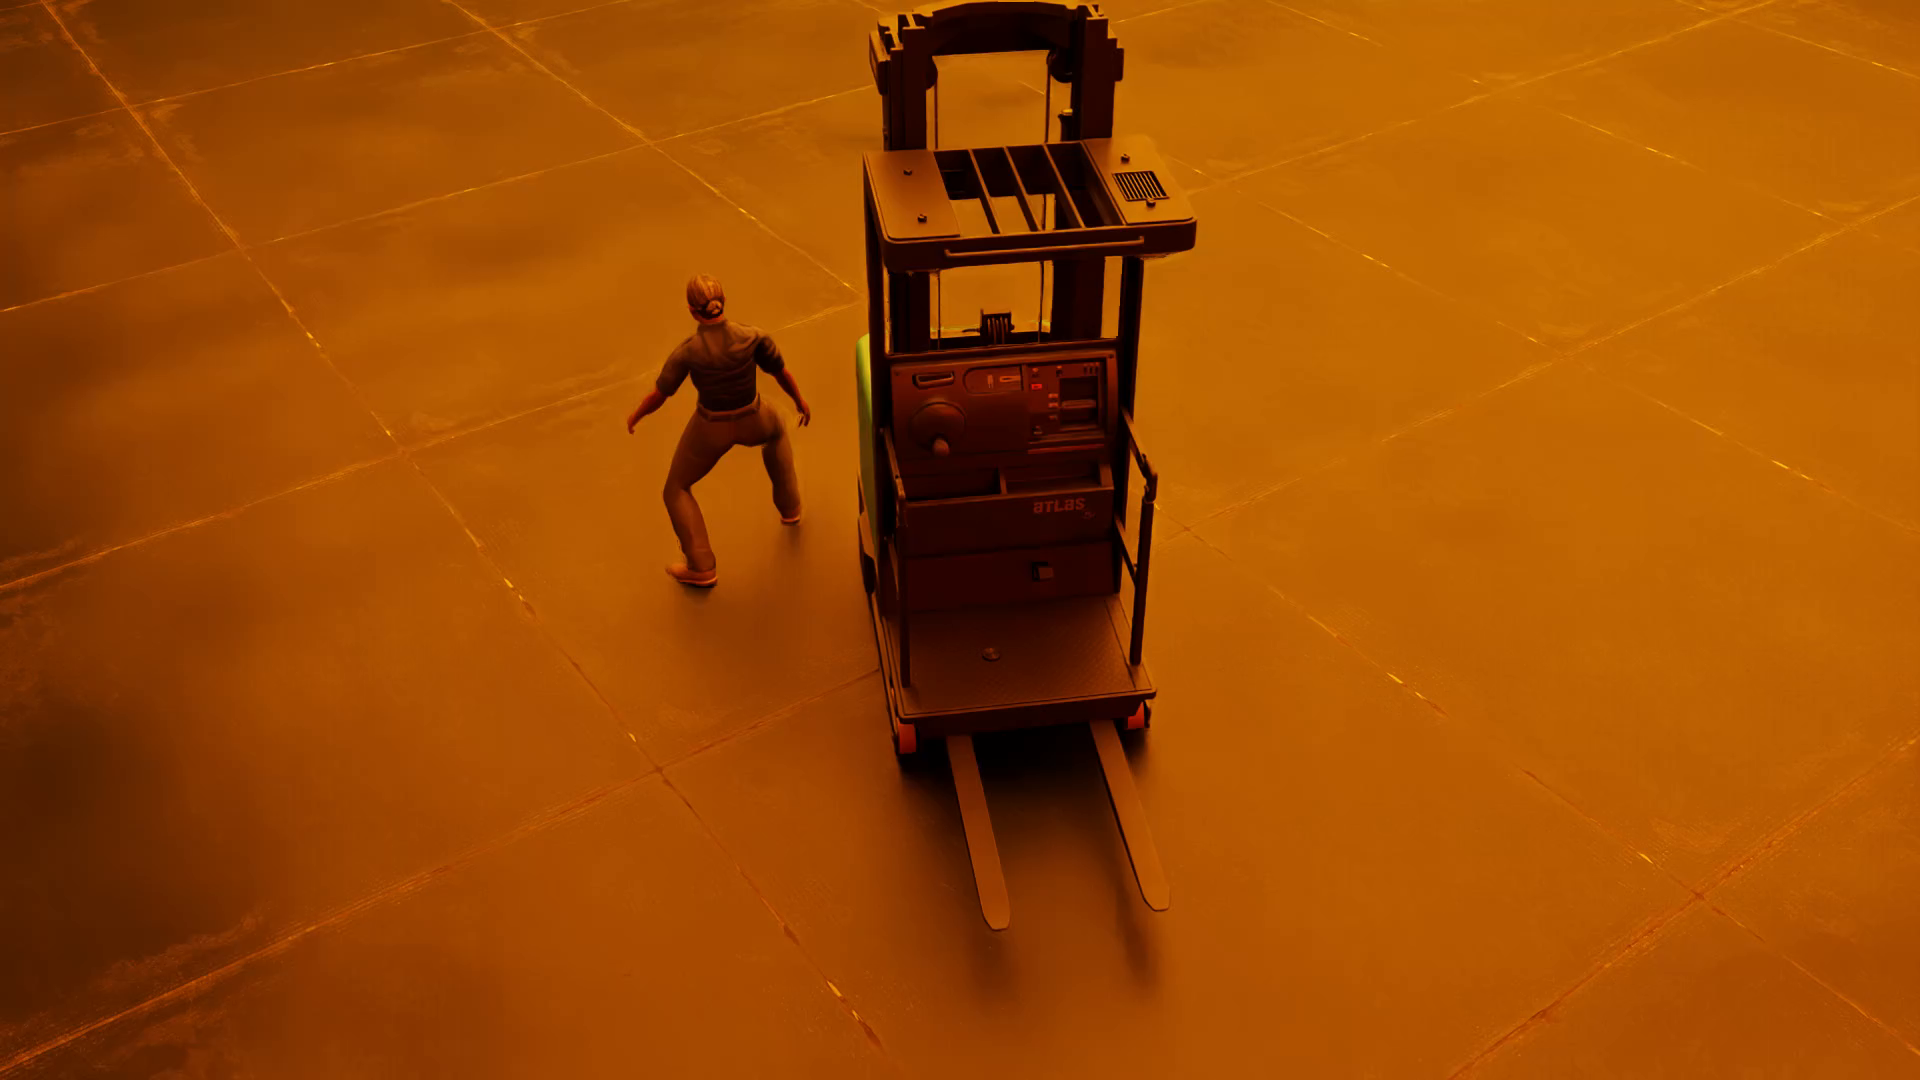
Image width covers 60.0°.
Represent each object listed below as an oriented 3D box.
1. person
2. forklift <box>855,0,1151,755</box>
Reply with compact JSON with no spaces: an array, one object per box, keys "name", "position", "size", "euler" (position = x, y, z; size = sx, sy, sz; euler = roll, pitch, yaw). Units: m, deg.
[{"name":"person","position":[-1.135,-0.570,7.929],"size":[0.865,1.540,0.615],"euler":[-12,38,-15]},{"name":"forklift","position":[0.219,-0.487,6.603],"size":[1.130,2.935,3.031],"euler":[-5,37,-7]}]
